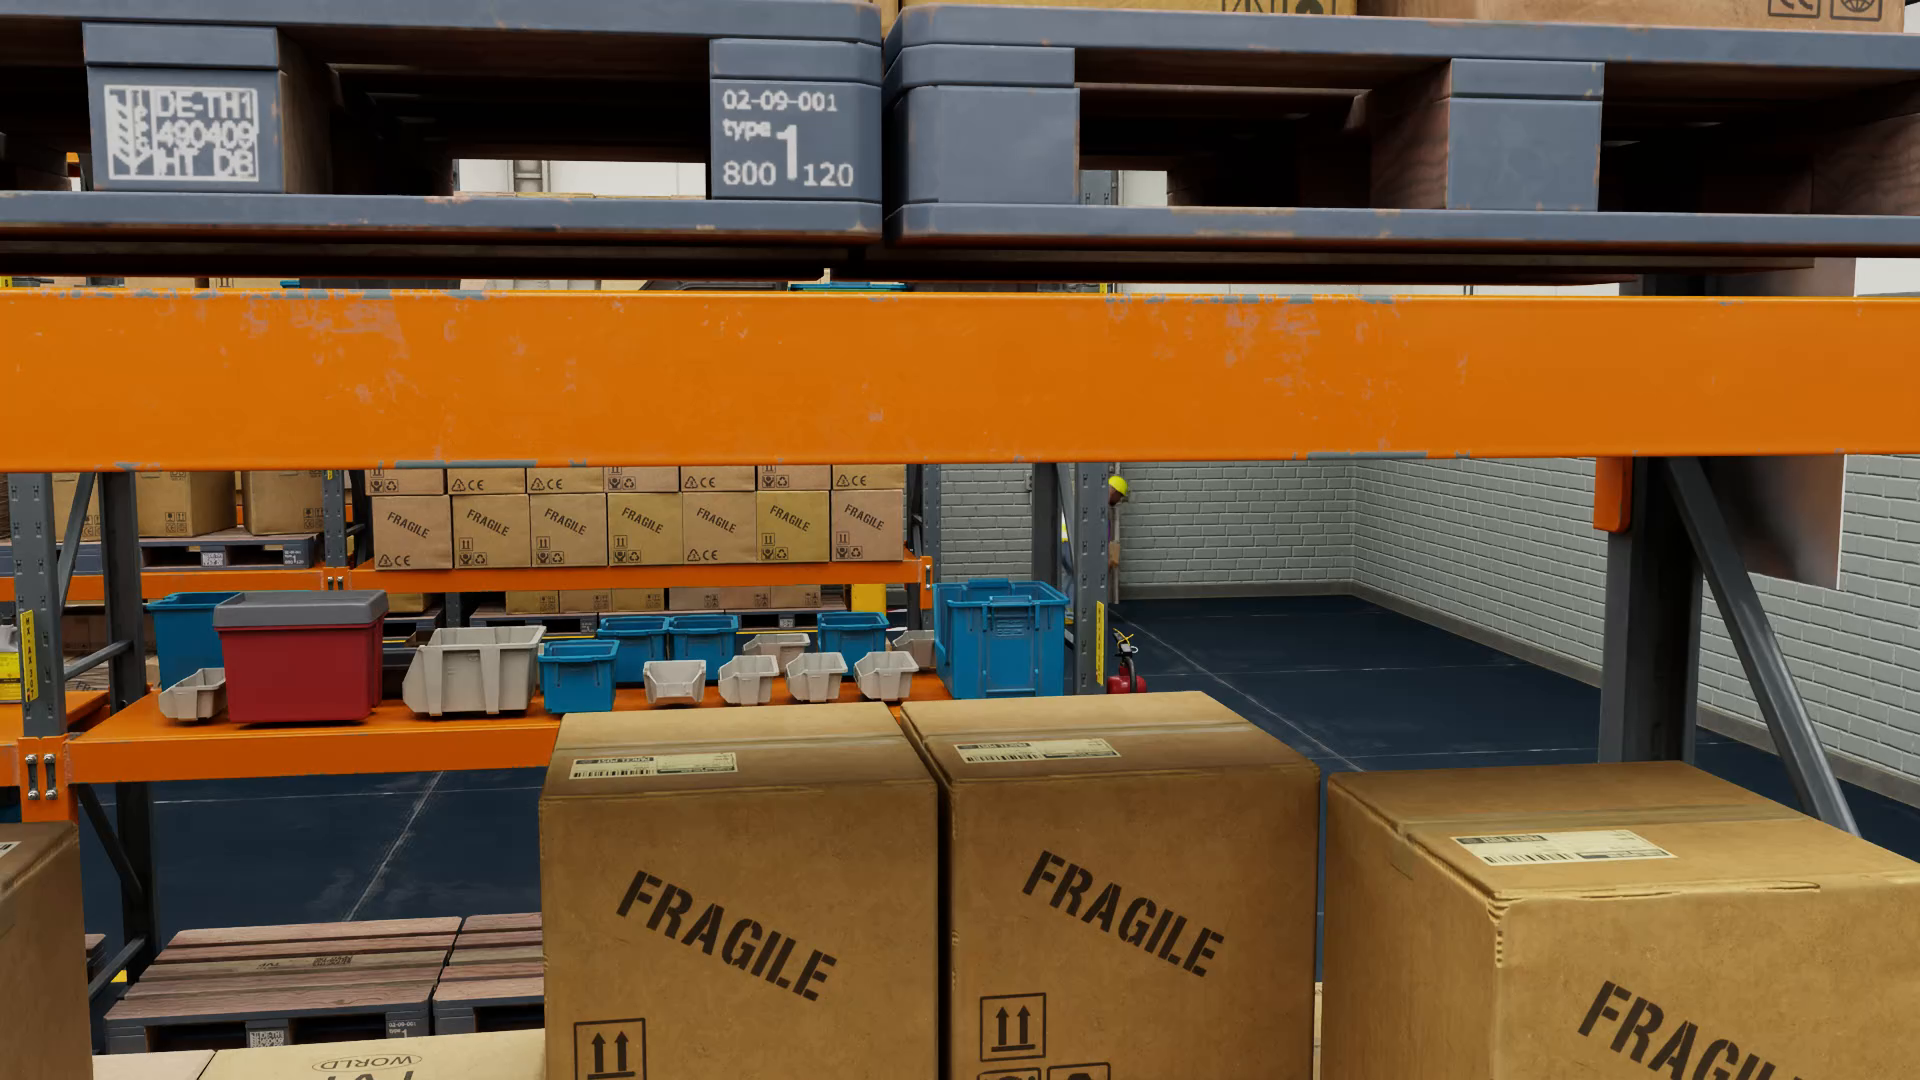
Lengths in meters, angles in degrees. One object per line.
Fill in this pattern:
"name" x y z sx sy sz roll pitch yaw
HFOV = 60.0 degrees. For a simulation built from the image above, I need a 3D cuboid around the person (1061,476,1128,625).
"person" 1.301 0.097 16.928 0.831 1.499 0.487 -1 7 -10
